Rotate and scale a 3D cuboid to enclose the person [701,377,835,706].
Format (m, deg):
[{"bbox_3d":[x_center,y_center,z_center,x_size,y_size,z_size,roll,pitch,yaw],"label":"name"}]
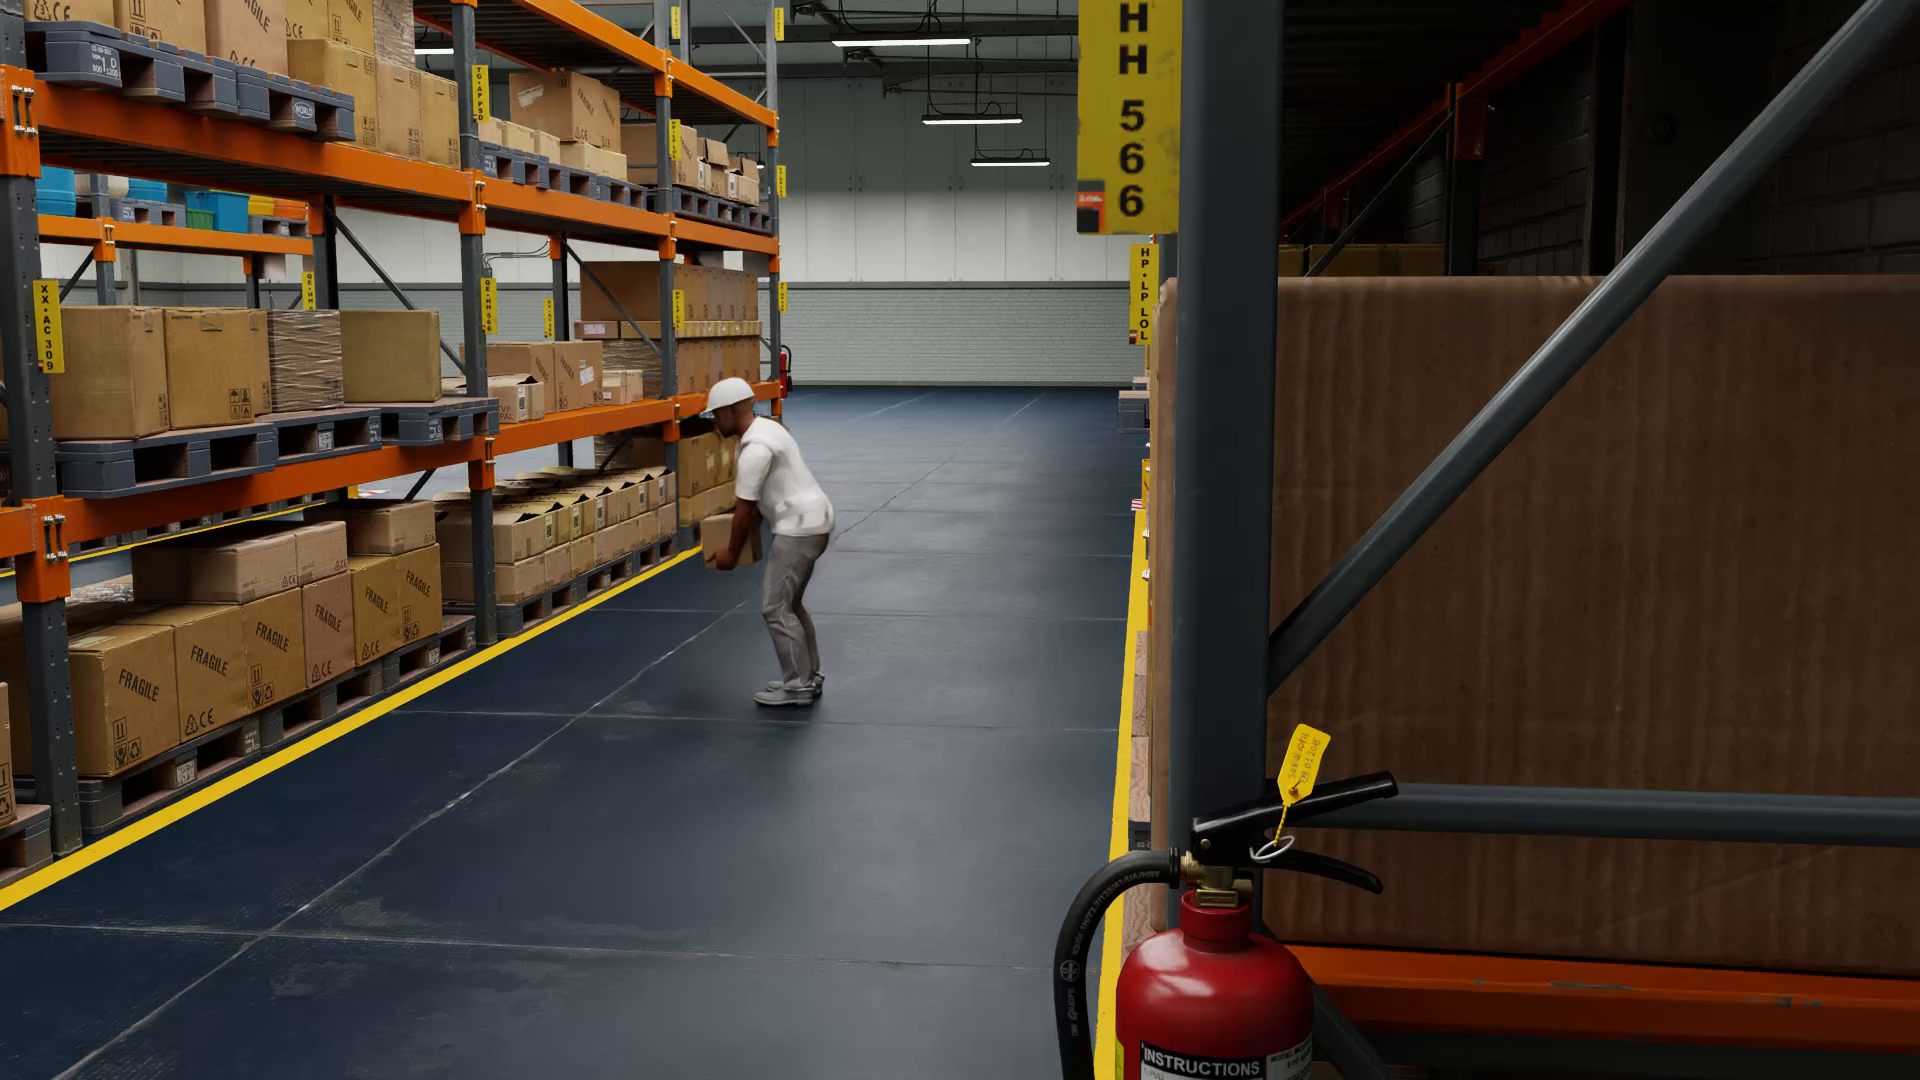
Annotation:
[{"bbox_3d":[-0.986,0.001,8.554,0.670,1.669,0.492,1,8,5],"label":"person"}]
